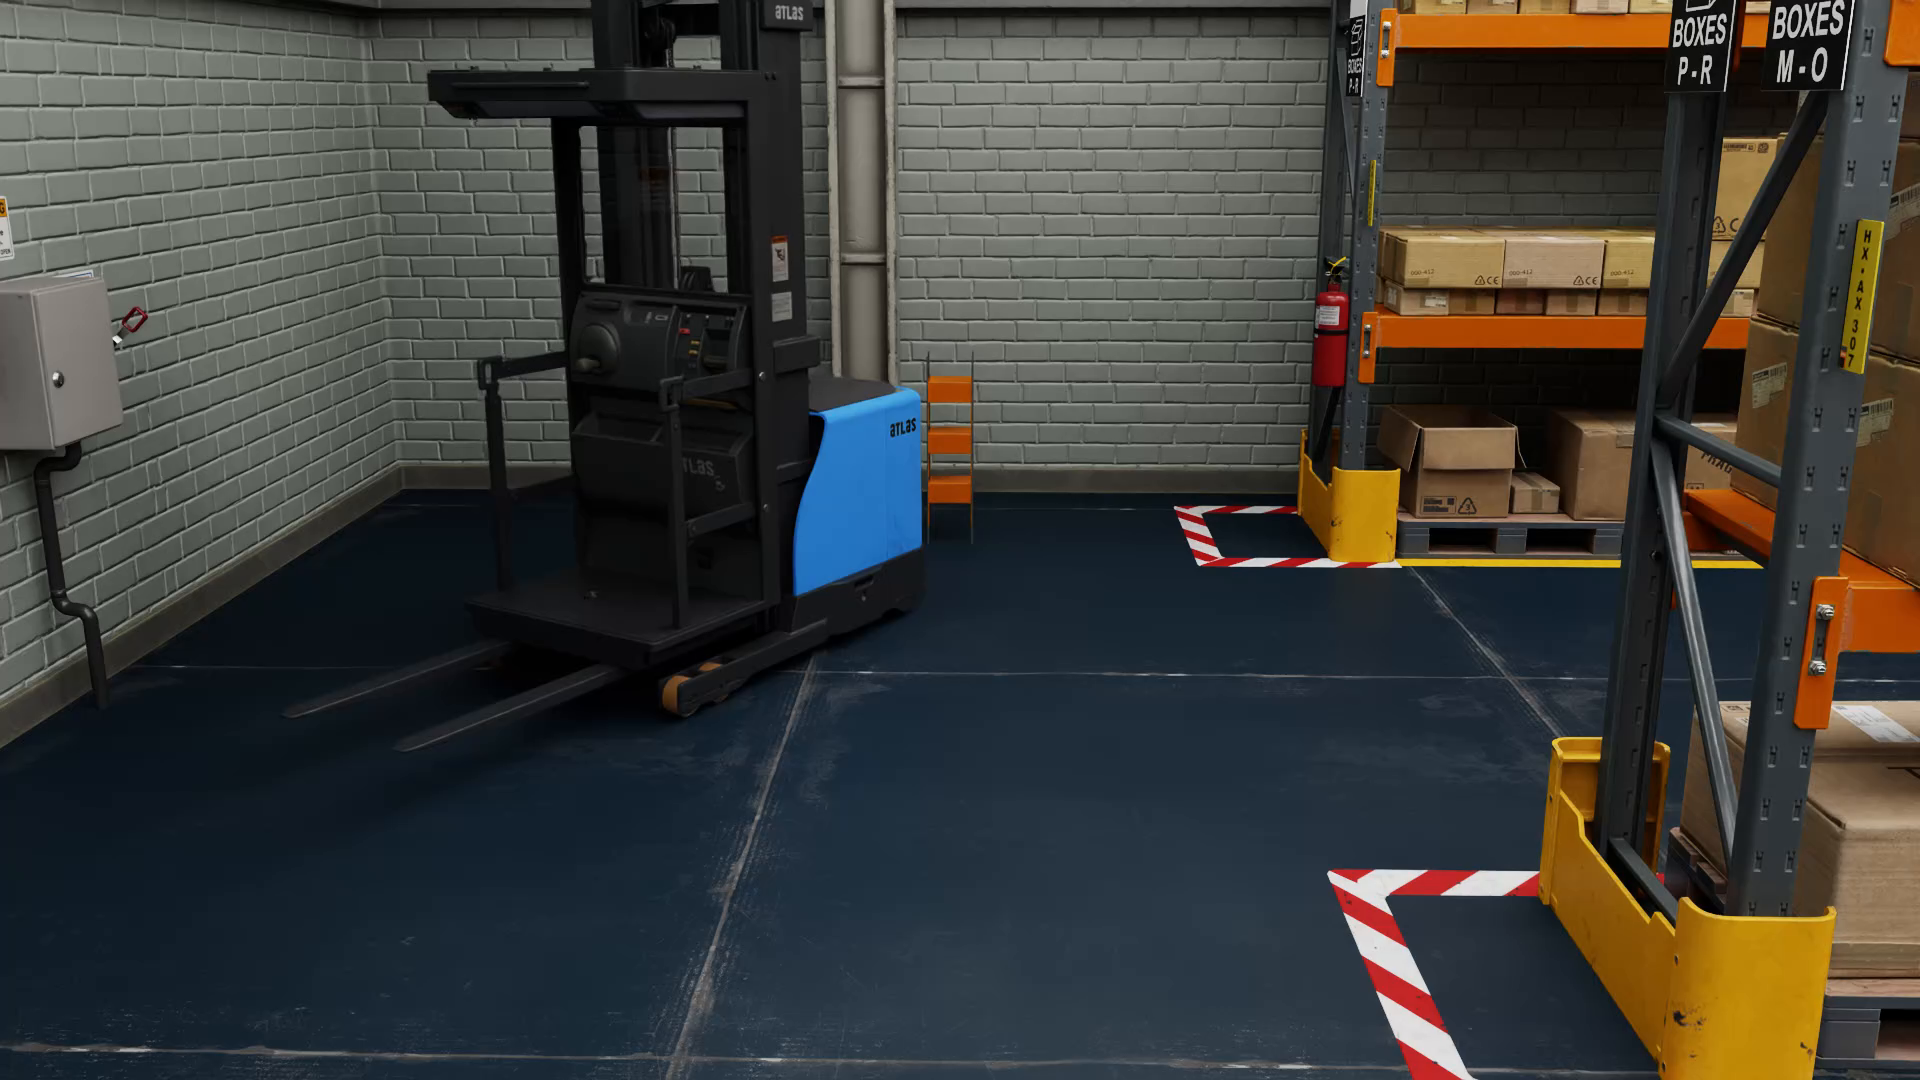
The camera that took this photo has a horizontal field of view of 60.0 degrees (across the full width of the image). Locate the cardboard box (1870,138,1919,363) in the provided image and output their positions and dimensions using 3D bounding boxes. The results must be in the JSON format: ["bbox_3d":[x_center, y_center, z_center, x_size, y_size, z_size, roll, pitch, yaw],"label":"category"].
[{"bbox_3d":[2.449,-0.669,3.839,0.500,0.500,0.500,0,15,0],"label":"cardboard box"}]

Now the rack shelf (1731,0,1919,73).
[{"bbox_3d":[3.975,-1.302,3.927,4.000,0.370,1.077,0,15,1],"label":"rack shelf"}]

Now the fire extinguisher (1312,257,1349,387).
[{"bbox_3d":[1.940,-1.144,8.679,0.183,0.674,0.296,0,15,1],"label":"fire extinguisher"}]

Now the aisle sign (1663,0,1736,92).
[{"bbox_3d":[1.912,-1.549,4.237,0.004,0.787,0.394,0,15,1],"label":"aisle sign"}]

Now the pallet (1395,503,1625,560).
[{"bbox_3d":[2.972,-0.125,9.400,1.213,0.211,1.003,0,15,1],"label":"pallet"}]

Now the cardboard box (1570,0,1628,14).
[{"bbox_3d":[3.177,-2.717,8.372,0.250,0.149,0.380,1,15,3],"label":"cardboard box"}]

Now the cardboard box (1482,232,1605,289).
[{"bbox_3d":[3.050,-1.475,8.762,0.500,0.250,0.500,1,15,2],"label":"cardboard box"}]

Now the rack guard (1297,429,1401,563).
[{"bbox_3d":[2.175,-0.270,9.382,0.348,0.500,1.175,0,15,1],"label":"rack guard"}]

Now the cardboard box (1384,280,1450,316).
[{"bbox_3d":[2.421,-1.285,8.824,0.250,0.149,0.380,0,15,1],"label":"cardboard box"}]

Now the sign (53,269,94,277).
[{"bbox_3d":[-3.656,-0.860,6.905,0.001,0.494,0.329,0,15,1],"label":"sign"}]

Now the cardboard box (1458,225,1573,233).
[{"bbox_3d":[3.081,-1.611,9.277,0.500,0.250,0.500,0,15,2],"label":"cardboard box"}]

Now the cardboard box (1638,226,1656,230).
[{"bbox_3d":[4.099,-1.603,9.247,0.500,0.250,0.500,0,15,1],"label":"cardboard box"}]

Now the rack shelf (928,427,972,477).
[{"bbox_3d":[-0.054,-0.498,9.210,0.240,0.259,0.215,0,15,1],"label":"rack shelf"}]

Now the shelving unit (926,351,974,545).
[{"bbox_3d":[-0.053,-0.508,9.207,0.252,1.050,0.215,0,15,1],"label":"shelving unit"}]

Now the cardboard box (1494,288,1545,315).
[{"bbox_3d":[2.940,-1.302,8.889,0.250,0.149,0.380,0,15,1],"label":"cardboard box"}]

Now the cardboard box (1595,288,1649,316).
[{"bbox_3d":[3.457,-1.285,8.823,0.250,0.149,0.380,1,15,2],"label":"cardboard box"}]

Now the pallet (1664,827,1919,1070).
[{"bbox_3d":[2.777,1.121,4.678,1.213,0.211,1.003,0,15,1],"label":"pallet"}]

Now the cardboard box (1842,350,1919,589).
[{"bbox_3d":[2.449,-0.185,3.965,0.500,0.500,0.500,0,15,1],"label":"cardboard box"}]

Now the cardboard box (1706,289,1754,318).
[{"bbox_3d":[3.971,-1.268,8.757,0.250,0.149,0.380,1,15,3],"label":"cardboard box"}]

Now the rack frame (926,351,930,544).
[{"bbox_3d":[-0.175,-0.509,9.210,0.008,1.050,0.200,0,15,1],"label":"rack frame"}]

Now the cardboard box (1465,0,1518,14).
[{"bbox_3d":[2.675,-2.751,8.500,0.250,0.149,0.380,1,15,2],"label":"cardboard box"}]

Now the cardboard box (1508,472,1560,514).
[{"bbox_3d":[3.132,-0.262,9.220,0.250,0.149,0.380,0,15,-1],"label":"cardboard box"}]

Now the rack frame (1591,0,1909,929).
[{"bbox_3d":[1.976,-0.213,4.267,0.127,3.000,1.000,0,15,1],"label":"rack frame"}]

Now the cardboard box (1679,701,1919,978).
[{"bbox_3d":[2.638,0.802,4.620,0.875,0.438,0.875,0,15,0],"label":"cardboard box"}]

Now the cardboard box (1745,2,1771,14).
[{"bbox_3d":[3.942,-2.711,8.350,0.250,0.149,0.380,0,15,2],"label":"cardboard box"}]

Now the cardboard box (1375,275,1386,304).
[{"bbox_3d":[2.437,-1.424,9.348,0.250,0.149,0.380,0,15,1],"label":"cardboard box"}]

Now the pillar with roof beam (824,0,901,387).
[{"bbox_3d":[-0.683,-3.529,5.076,0.400,9.000,9.100,0,15,1],"label":"pillar with roof beam"}]

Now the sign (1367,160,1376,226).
[{"bbox_3d":[2.085,-1.759,8.430,0.005,0.325,0.100,0,15,1],"label":"sign"}]

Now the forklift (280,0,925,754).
[{"bbox_3d":[-1.383,-0.845,6.796,1.130,2.935,3.031,9,17,31],"label":"forklift"}]

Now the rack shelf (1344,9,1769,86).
[{"bbox_3d":[4.099,-2.568,8.725,4.000,0.370,1.077,0,15,1],"label":"rack shelf"}]

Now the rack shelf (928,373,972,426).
[{"bbox_3d":[-0.053,-0.772,9.138,0.240,0.259,0.215,0,15,1],"label":"rack shelf"}]

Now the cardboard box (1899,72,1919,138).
[{"bbox_3d":[2.324,-0.985,3.767,0.250,0.149,0.380,1,15,3],"label":"cardboard box"}]

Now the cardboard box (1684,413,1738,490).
[{"bbox_3d":[4.088,-0.401,9.055,0.500,0.500,0.500,1,15,2],"label":"cardboard box"}]

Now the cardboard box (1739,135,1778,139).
[{"bbox_3d":[4.616,-1.964,9.145,0.500,0.500,0.500,0,15,0],"label":"cardboard box"}]

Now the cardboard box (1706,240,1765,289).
[{"bbox_3d":[4.068,-1.475,8.761,0.500,0.250,0.500,0,15,0],"label":"cardboard box"}]
